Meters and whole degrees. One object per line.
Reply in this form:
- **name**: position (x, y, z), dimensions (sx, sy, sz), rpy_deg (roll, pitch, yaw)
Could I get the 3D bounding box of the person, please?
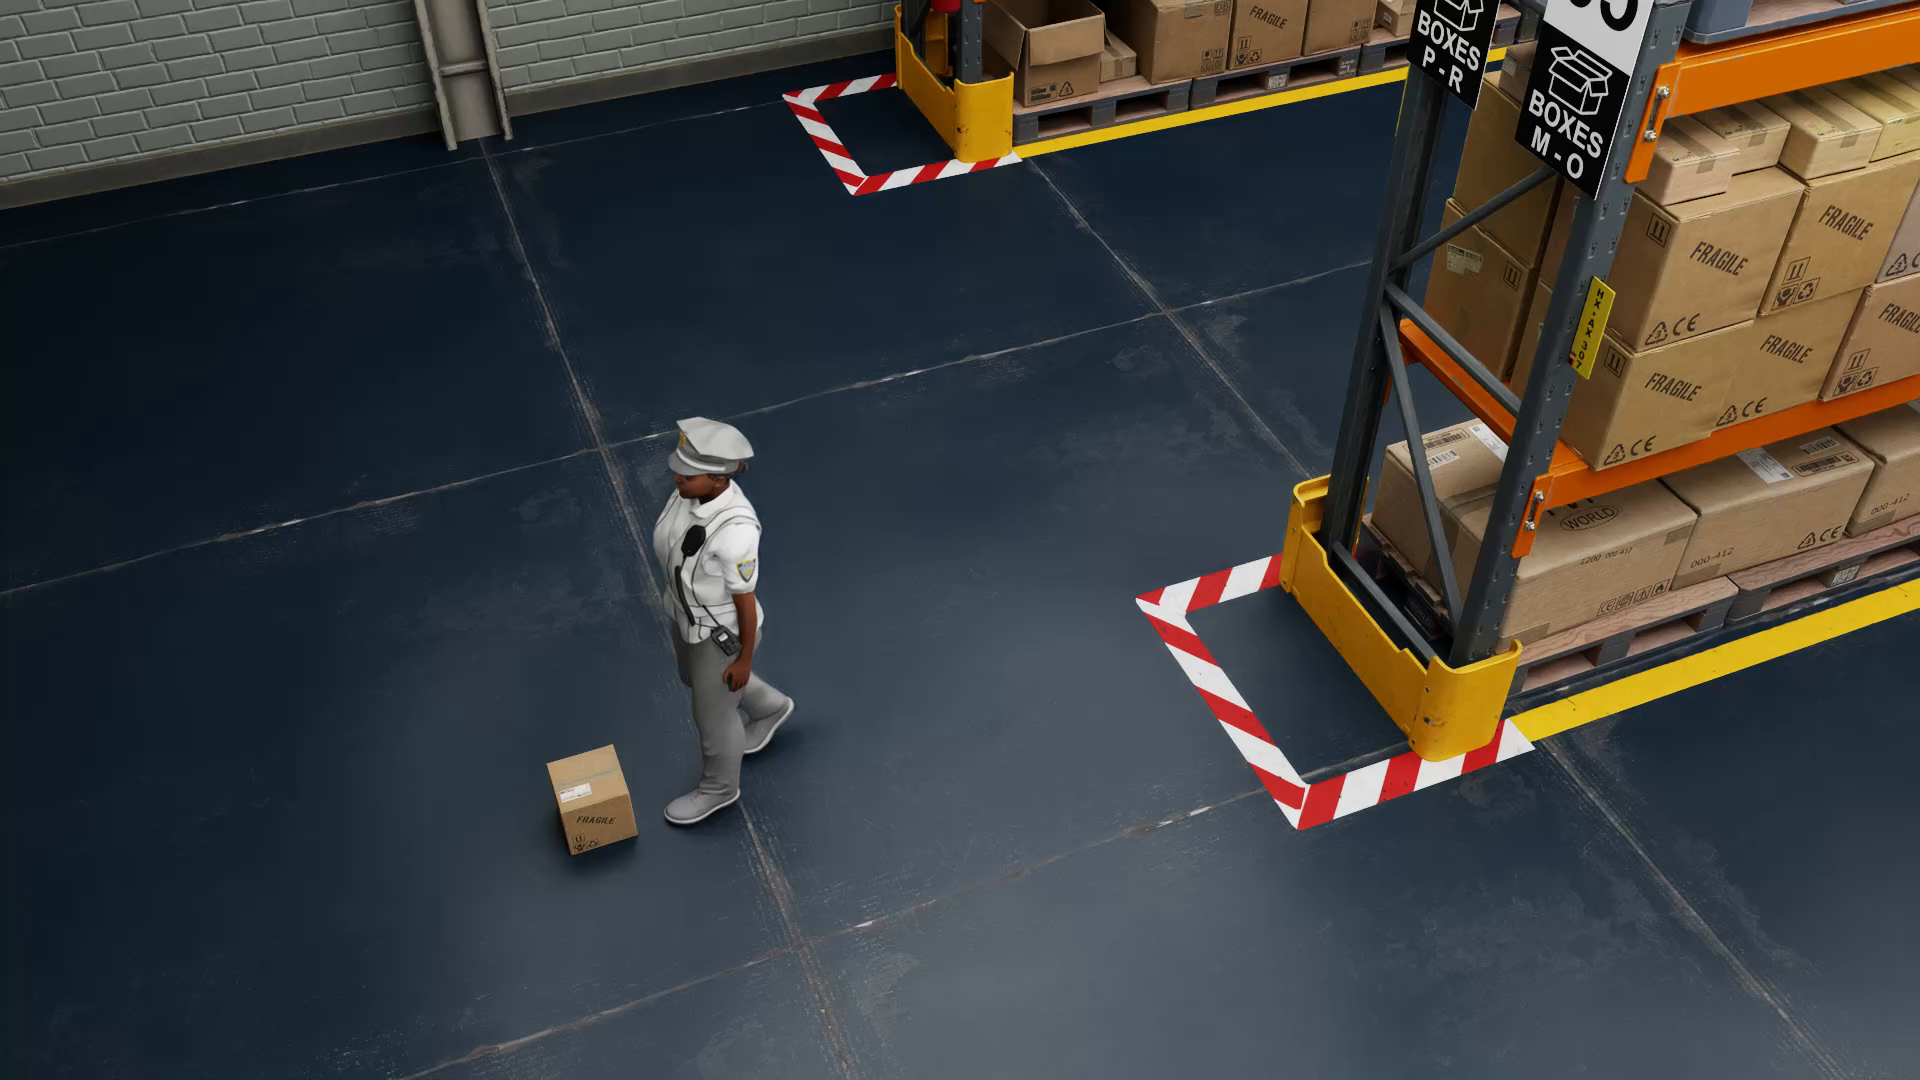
- **person**: position (-0.866, 0.279, 5.815), dimensions (0.616, 1.685, 0.465), rpy_deg (-20, 46, -21)
